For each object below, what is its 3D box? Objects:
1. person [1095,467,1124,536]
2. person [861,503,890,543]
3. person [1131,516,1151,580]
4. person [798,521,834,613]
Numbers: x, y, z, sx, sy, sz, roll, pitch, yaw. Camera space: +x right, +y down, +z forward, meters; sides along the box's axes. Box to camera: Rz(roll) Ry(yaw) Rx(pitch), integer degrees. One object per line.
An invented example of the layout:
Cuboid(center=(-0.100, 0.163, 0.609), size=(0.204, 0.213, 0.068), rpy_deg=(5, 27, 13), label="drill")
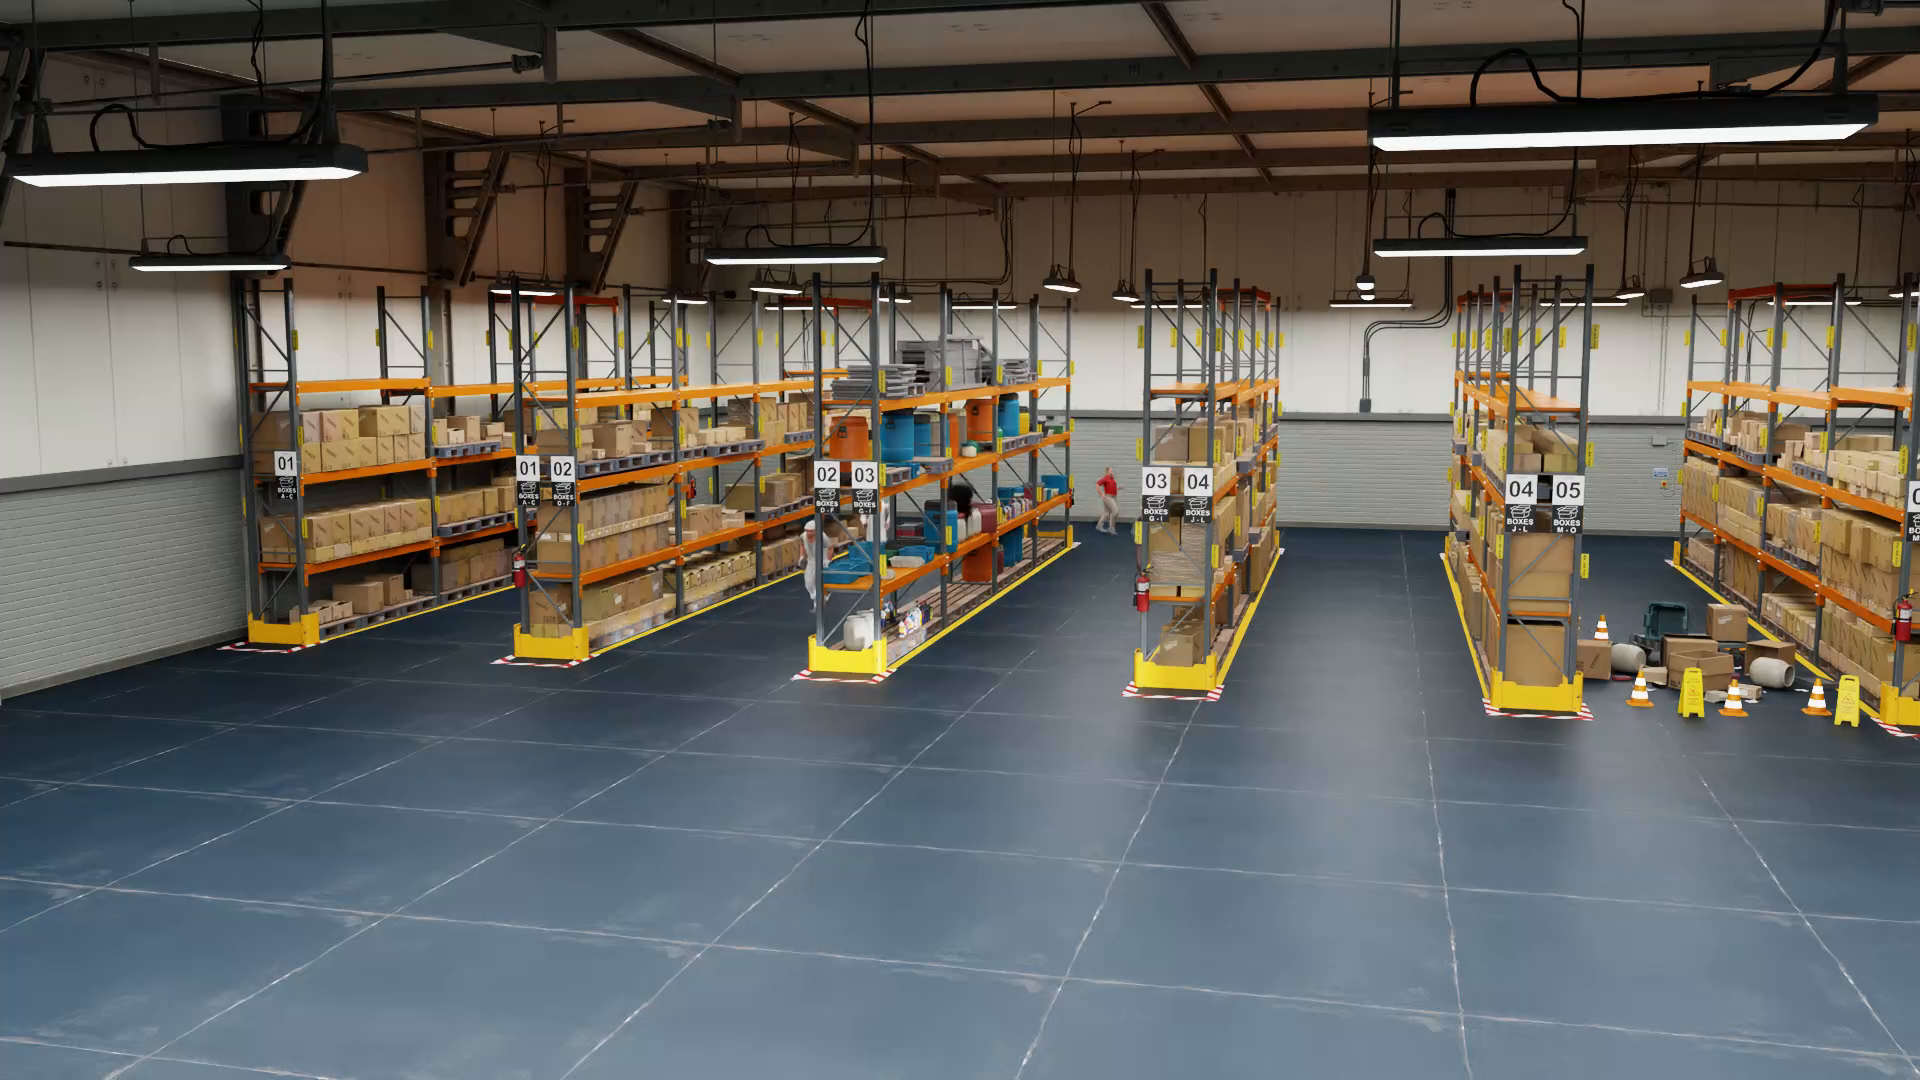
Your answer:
Cuboid(center=(3.863, -0.993, 42.984), size=(0.778, 1.802, 0.631), rpy_deg=(3, 7, 22), label="person")
Cuboid(center=(-1.792, -0.159, 35.860), size=(0.712, 1.764, 0.918), rpy_deg=(0, 7, 3), label="person")
Cuboid(center=(3.777, 0.126, 33.842), size=(0.661, 1.682, 0.585), rpy_deg=(3, 7, 21), label="person")
Cuboid(center=(-2.476, 0.446, 29.100), size=(0.662, 1.636, 1.023), rpy_deg=(2, 7, 17), label="person")
